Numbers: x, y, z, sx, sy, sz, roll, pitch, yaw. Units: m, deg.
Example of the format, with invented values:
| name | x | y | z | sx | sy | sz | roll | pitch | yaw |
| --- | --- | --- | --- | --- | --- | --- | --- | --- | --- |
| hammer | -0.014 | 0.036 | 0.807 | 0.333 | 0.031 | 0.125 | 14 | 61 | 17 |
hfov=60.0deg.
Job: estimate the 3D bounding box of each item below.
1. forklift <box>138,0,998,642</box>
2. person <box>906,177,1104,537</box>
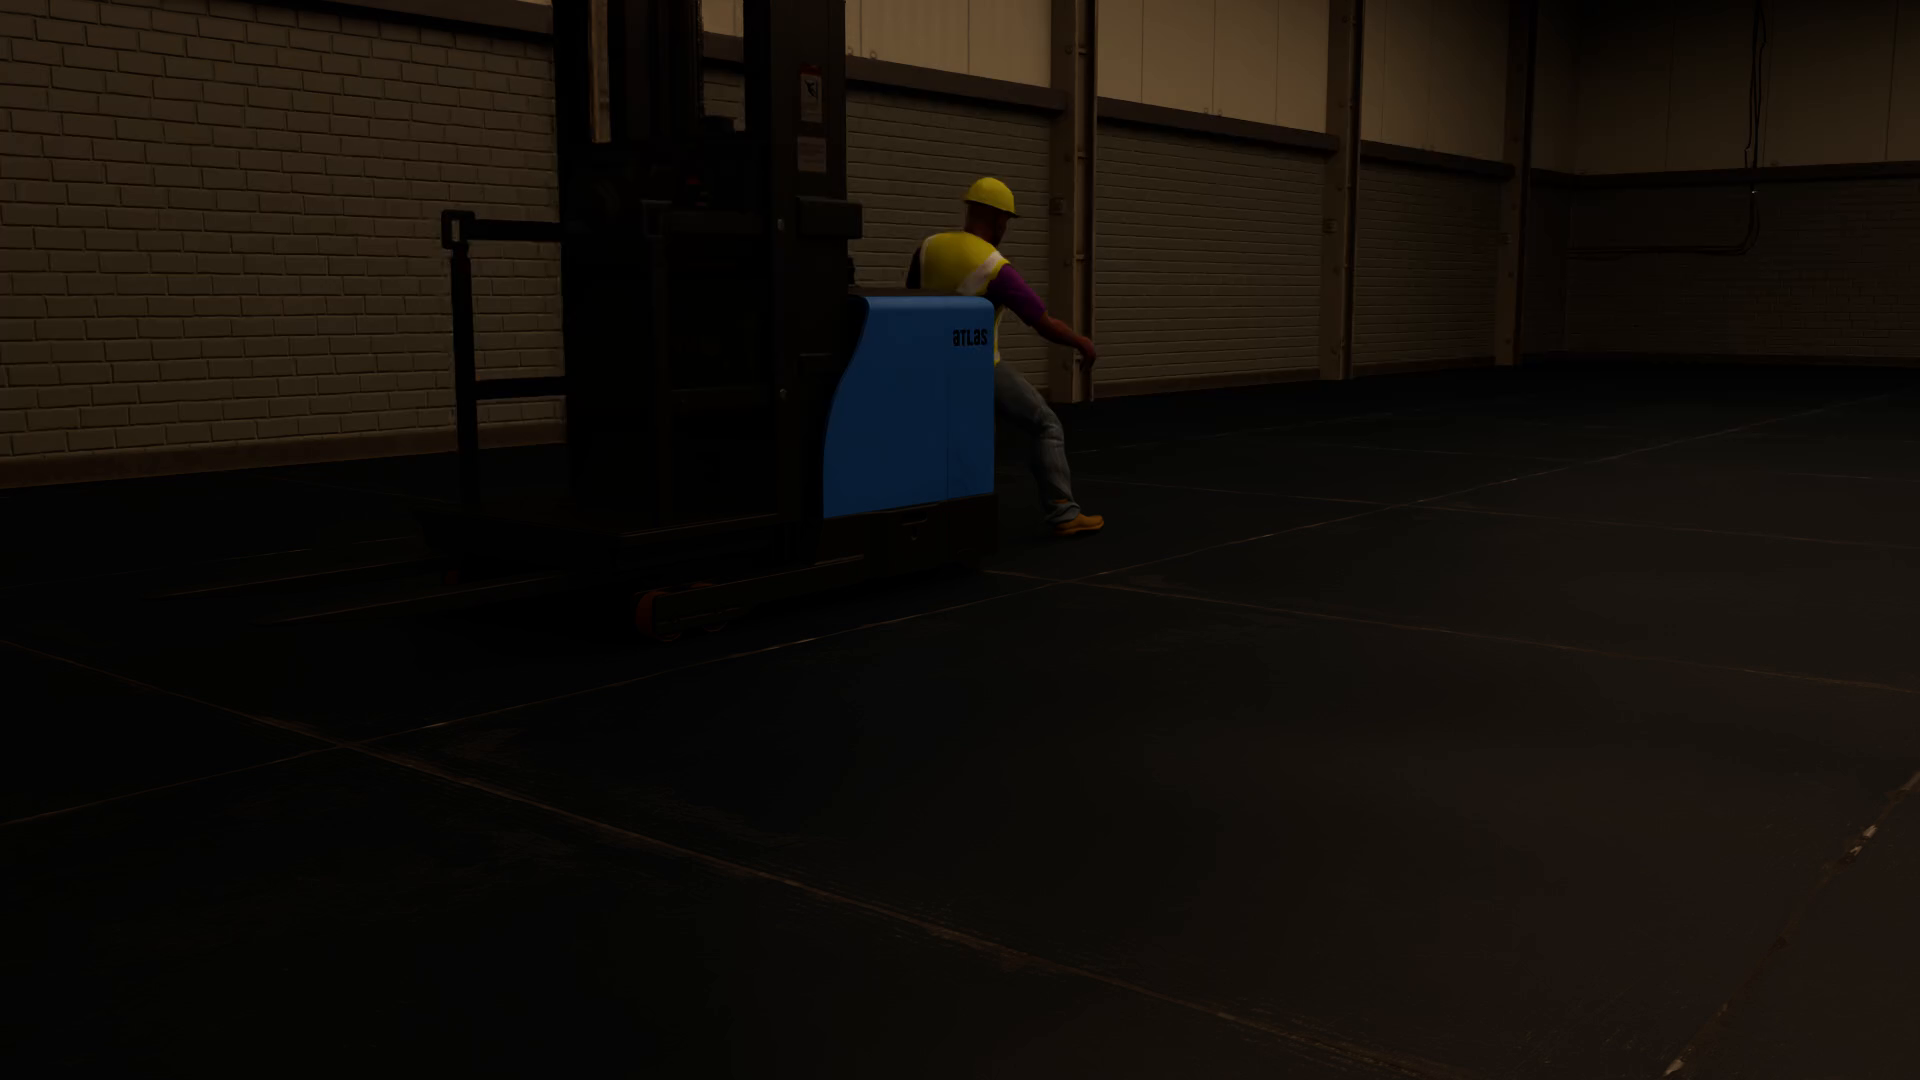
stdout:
| name | x | y | z | sx | sy | sz | roll | pitch | yaw |
| --- | --- | --- | --- | --- | --- | --- | --- | --- | --- |
| forklift | -1.155 | -1.209 | 5.545 | 1.130 | 2.935 | 3.031 | 6 | 11 | 38 |
| person | 0.180 | -0.837 | 7.636 | 0.746 | 1.600 | 0.856 | -8 | 12 | -43 |
